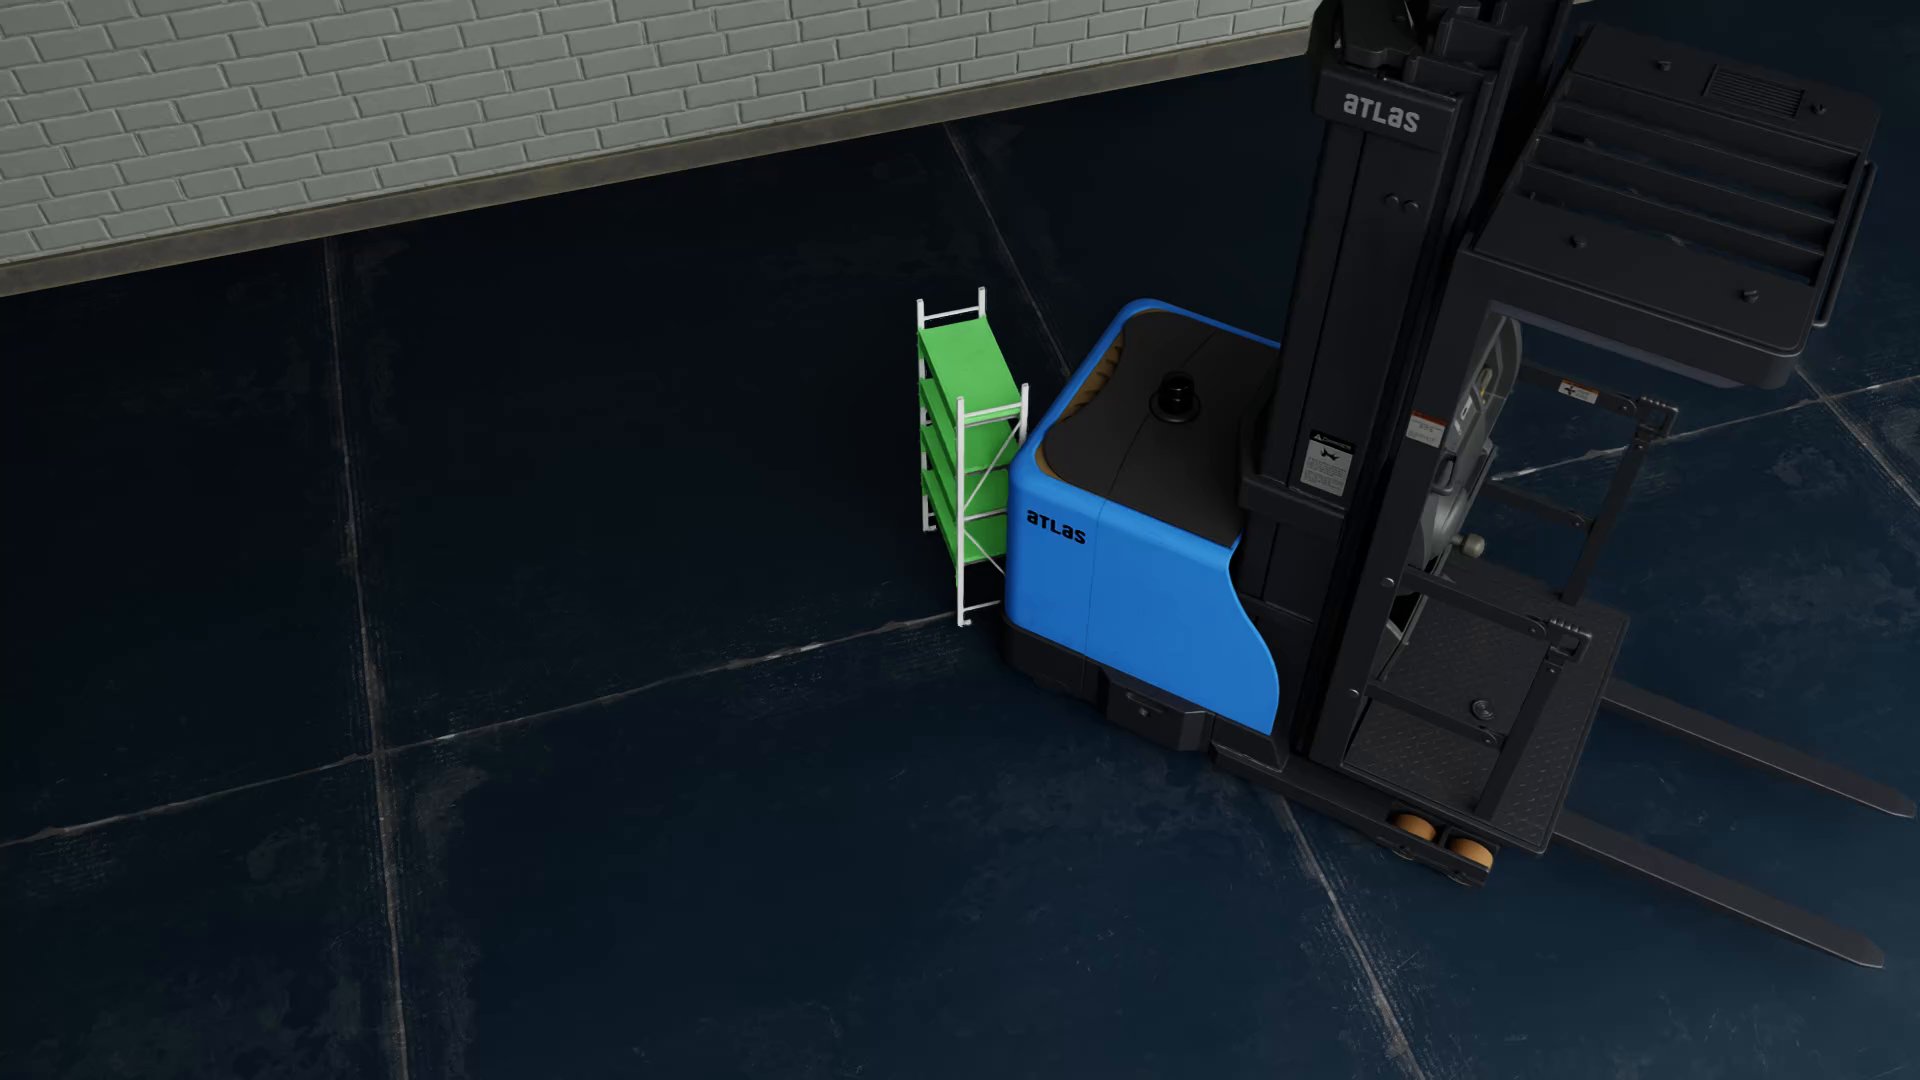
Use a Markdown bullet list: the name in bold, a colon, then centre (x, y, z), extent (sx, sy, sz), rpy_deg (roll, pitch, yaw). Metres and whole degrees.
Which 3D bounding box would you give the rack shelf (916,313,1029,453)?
- **rack shelf**: centre (0.038, -0.540, 5.666), extent (0.258, 0.148, 0.480), rpy_deg (-13, 51, -10)

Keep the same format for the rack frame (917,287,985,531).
- **rack frame**: centre (-0.030, -0.451, 6.135), extent (0.240, 1.200, 0.015), rpy_deg (-13, 51, -10)

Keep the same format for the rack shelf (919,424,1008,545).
- **rack shelf**: centre (0.038, -0.231, 6.033), extent (0.258, 0.148, 0.480), rpy_deg (-13, 51, -10)

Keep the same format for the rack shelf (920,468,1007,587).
- **rack shelf**: centre (0.038, -0.076, 6.216), extent (0.258, 0.148, 0.480), rpy_deg (-13, 51, -10)

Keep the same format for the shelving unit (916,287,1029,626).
- **shelving unit**: centre (0.038, -0.272, 5.984), extent (0.258, 1.200, 0.503), rpy_deg (-13, 51, -10)

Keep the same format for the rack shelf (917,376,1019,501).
- **rack shelf**: centre (0.038, -0.385, 5.849), extent (0.258, 0.148, 0.480), rpy_deg (-13, 51, -10)

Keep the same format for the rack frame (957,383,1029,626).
- **rack frame**: centre (0.106, -0.093, 5.833), extent (0.240, 1.200, 0.015), rpy_deg (-13, 51, -10)

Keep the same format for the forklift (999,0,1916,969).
- **forklift**: centre (1.683, -0.261, 4.843), extent (3.031, 2.935, 1.130), rpy_deg (23, 54, 18)
